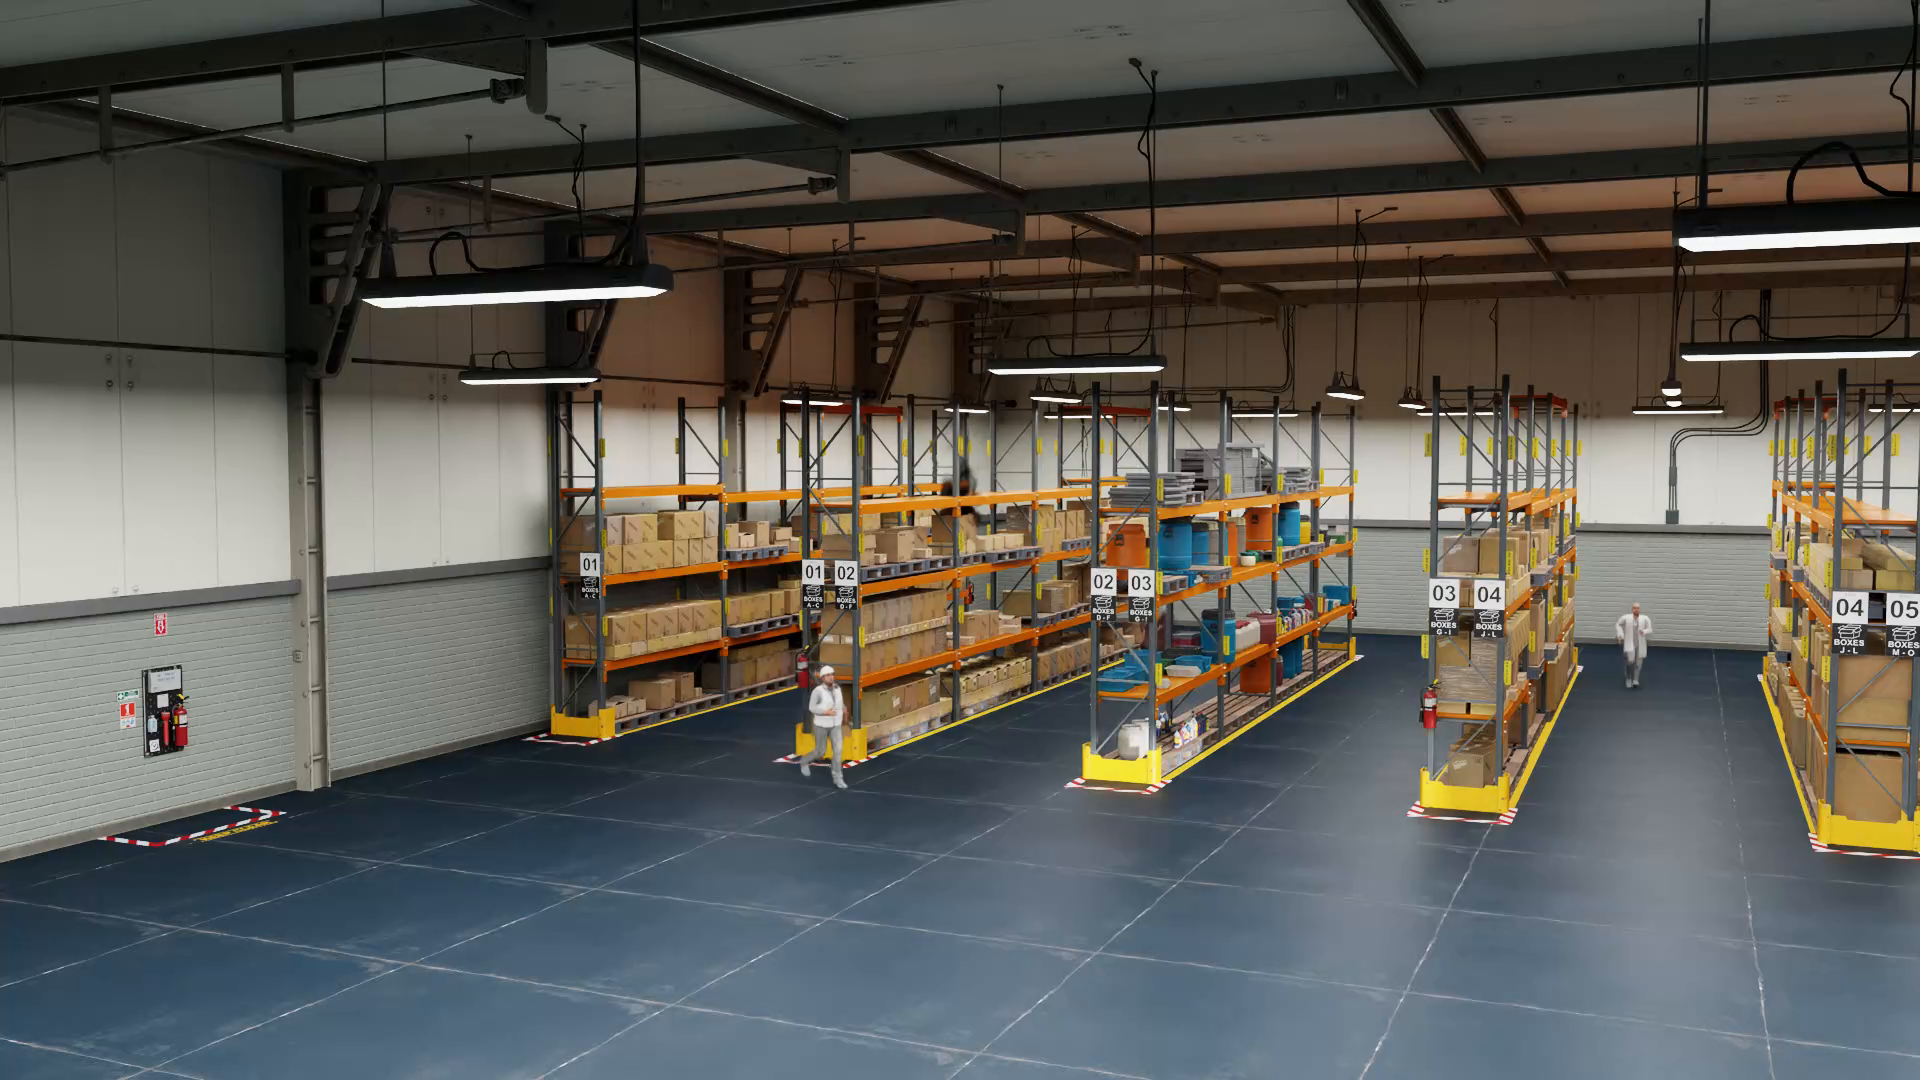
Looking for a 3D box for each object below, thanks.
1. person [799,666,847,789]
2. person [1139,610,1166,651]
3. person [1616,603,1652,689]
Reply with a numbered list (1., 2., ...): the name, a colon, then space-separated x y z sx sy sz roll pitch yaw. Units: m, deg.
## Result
1. person: -1.987 2.753 24.740 0.669 1.784 0.957 -2 4 -37
2. person: 4.136 2.163 35.631 0.698 1.811 0.735 1 3 12
3. person: 14.050 2.207 34.626 0.673 1.792 0.765 1 3 13
